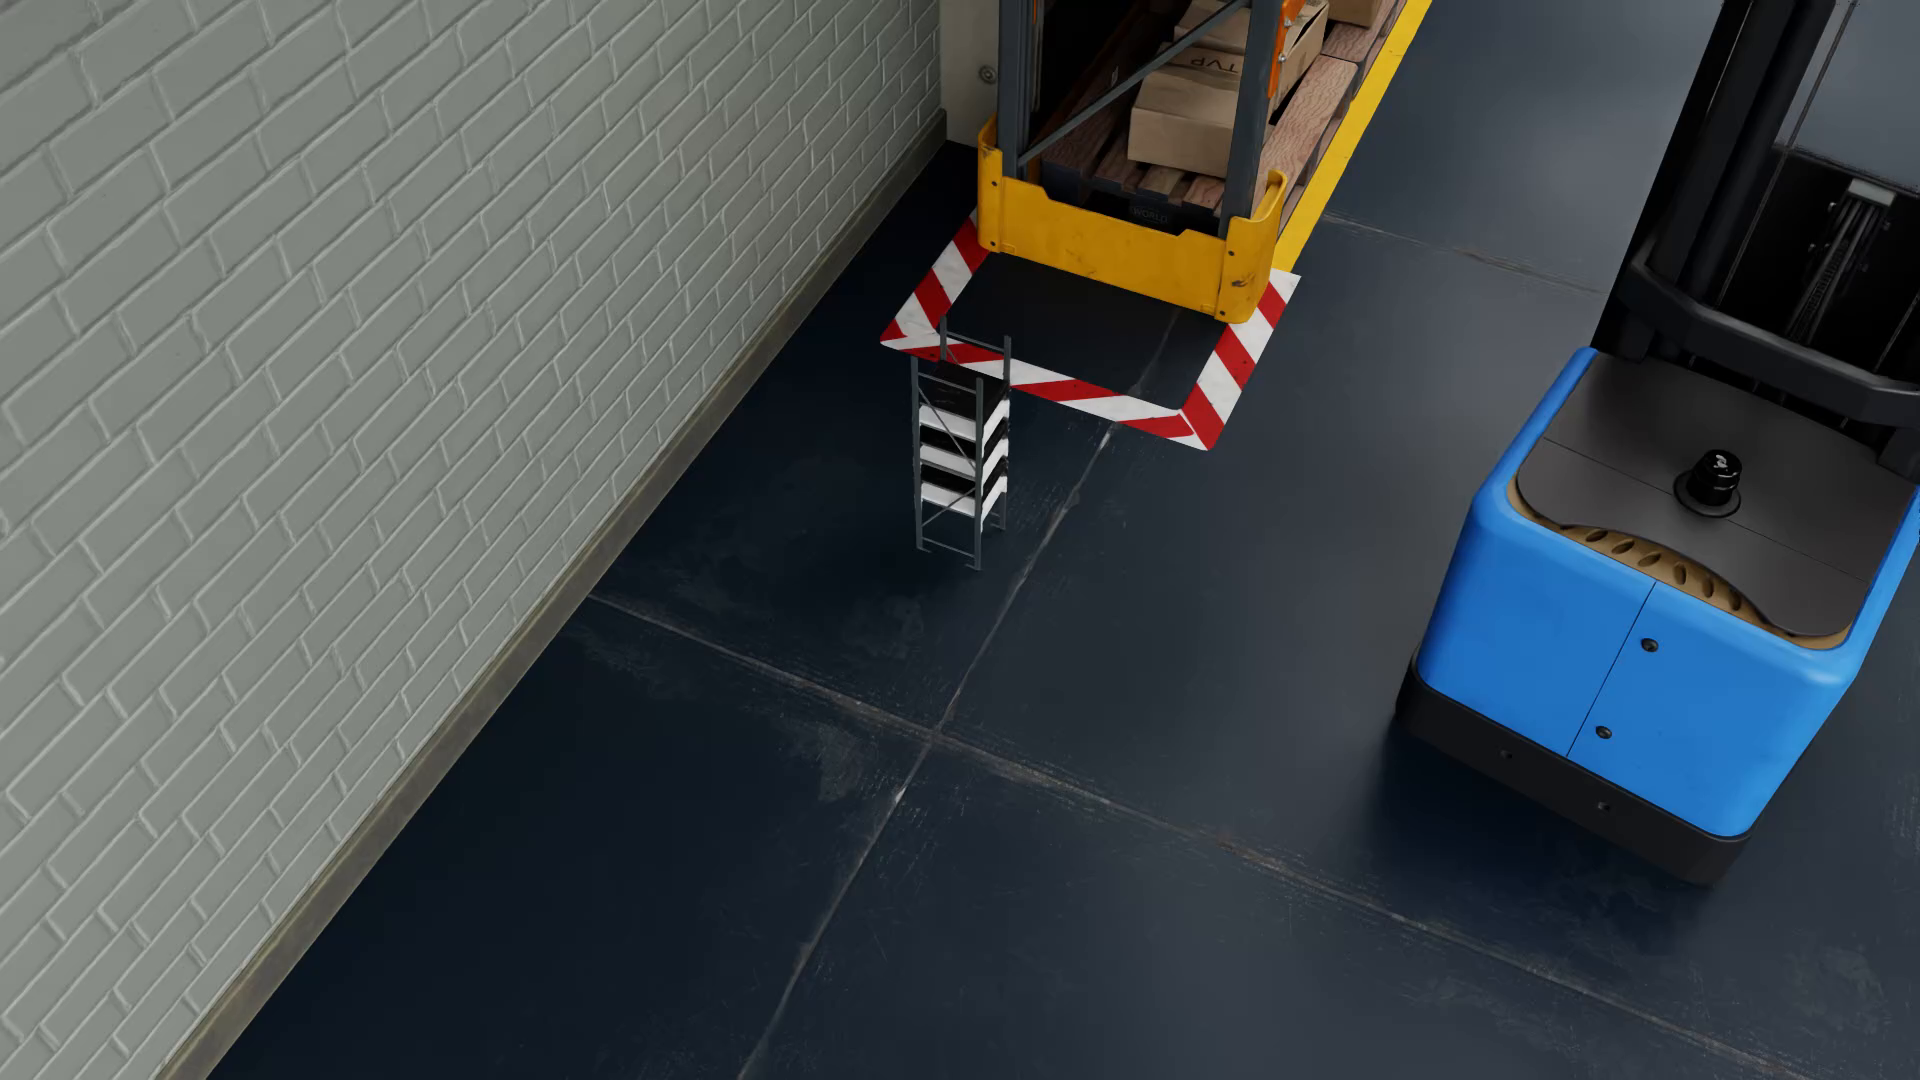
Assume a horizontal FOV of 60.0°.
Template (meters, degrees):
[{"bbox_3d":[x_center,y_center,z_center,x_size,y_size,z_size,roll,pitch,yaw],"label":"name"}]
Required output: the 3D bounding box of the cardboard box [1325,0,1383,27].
[{"bbox_3d":[1.596,-2.712,7.441,0.700,0.500,0.500,17,52,14],"label":"cardboard box"}]

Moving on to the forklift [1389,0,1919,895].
[{"bbox_3d":[2.605,-1.017,4.691,1.130,2.935,3.031,29,55,22],"label":"forklift"}]

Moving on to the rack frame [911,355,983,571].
[{"bbox_3d":[-0.040,-0.227,5.352,0.240,0.900,0.006,20,52,16],"label":"rack frame"}]

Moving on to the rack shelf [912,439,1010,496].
[{"bbox_3d":[0.003,-0.276,5.437,0.258,0.077,0.200,20,52,16],"label":"rack shelf"}]

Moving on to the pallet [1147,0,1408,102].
[{"bbox_3d":[1.551,-2.585,7.811,1.003,0.211,1.213,20,52,16],"label":"pallet"}]

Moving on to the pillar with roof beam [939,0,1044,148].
[{"bbox_3d":[4.026,-3.358,2.699,9.100,9.000,0.400,20,52,16],"label":"pillar with roof beam"}]

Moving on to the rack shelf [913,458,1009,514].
[{"bbox_3d":[0.003,-0.217,5.506,0.258,0.077,0.200,20,52,16],"label":"rack shelf"}]

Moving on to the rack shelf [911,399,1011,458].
[{"bbox_3d":[0.003,-0.392,5.300,0.258,0.077,0.200,20,52,16],"label":"rack shelf"}]

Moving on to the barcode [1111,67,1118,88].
[{"bbox_3d":[0.640,-1.915,6.881,0.001,0.075,0.075,20,52,16],"label":"barcode"}]

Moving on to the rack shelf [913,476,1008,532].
[{"bbox_3d":[0.003,-0.159,5.575,0.258,0.077,0.200,20,52,16],"label":"rack shelf"}]

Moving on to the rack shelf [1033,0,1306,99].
[{"bbox_3d":[1.471,-3.195,6.972,1.077,0.370,4.000,20,52,16],"label":"rack shelf"}]

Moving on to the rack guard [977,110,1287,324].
[{"bbox_3d":[0.649,-1.293,6.522,1.175,0.500,0.348,20,52,16],"label":"rack guard"}]

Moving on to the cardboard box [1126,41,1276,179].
[{"bbox_3d":[0.994,-1.770,6.763,0.500,0.311,0.500,14,51,12],"label":"cardboard box"}]

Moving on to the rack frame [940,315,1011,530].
[{"bbox_3d":[0.047,-0.367,5.472,0.240,0.900,0.006,20,52,16],"label":"rack frame"}]

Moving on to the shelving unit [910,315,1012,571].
[{"bbox_3d":[0.003,-0.297,5.412,0.258,0.900,0.210,20,52,16],"label":"shelving unit"}]

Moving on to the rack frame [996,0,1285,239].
[{"bbox_3d":[0.617,-2.051,5.526,1.000,3.000,0.127,20,52,16],"label":"rack frame"}]

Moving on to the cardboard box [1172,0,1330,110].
[{"bbox_3d":[1.237,-2.162,7.097,0.500,0.311,0.500,24,54,19],"label":"cardboard box"}]

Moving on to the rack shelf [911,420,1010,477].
[{"bbox_3d":[0.003,-0.334,5.369,0.258,0.077,0.200,20,52,16],"label":"rack shelf"}]

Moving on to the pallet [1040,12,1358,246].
[{"bbox_3d":[1.028,-1.748,7.099,1.003,0.211,1.213,20,52,16],"label":"pallet"}]

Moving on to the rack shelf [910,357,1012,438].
[{"bbox_3d":[0.003,-0.451,5.232,0.258,0.077,0.200,20,52,16],"label":"rack shelf"}]
